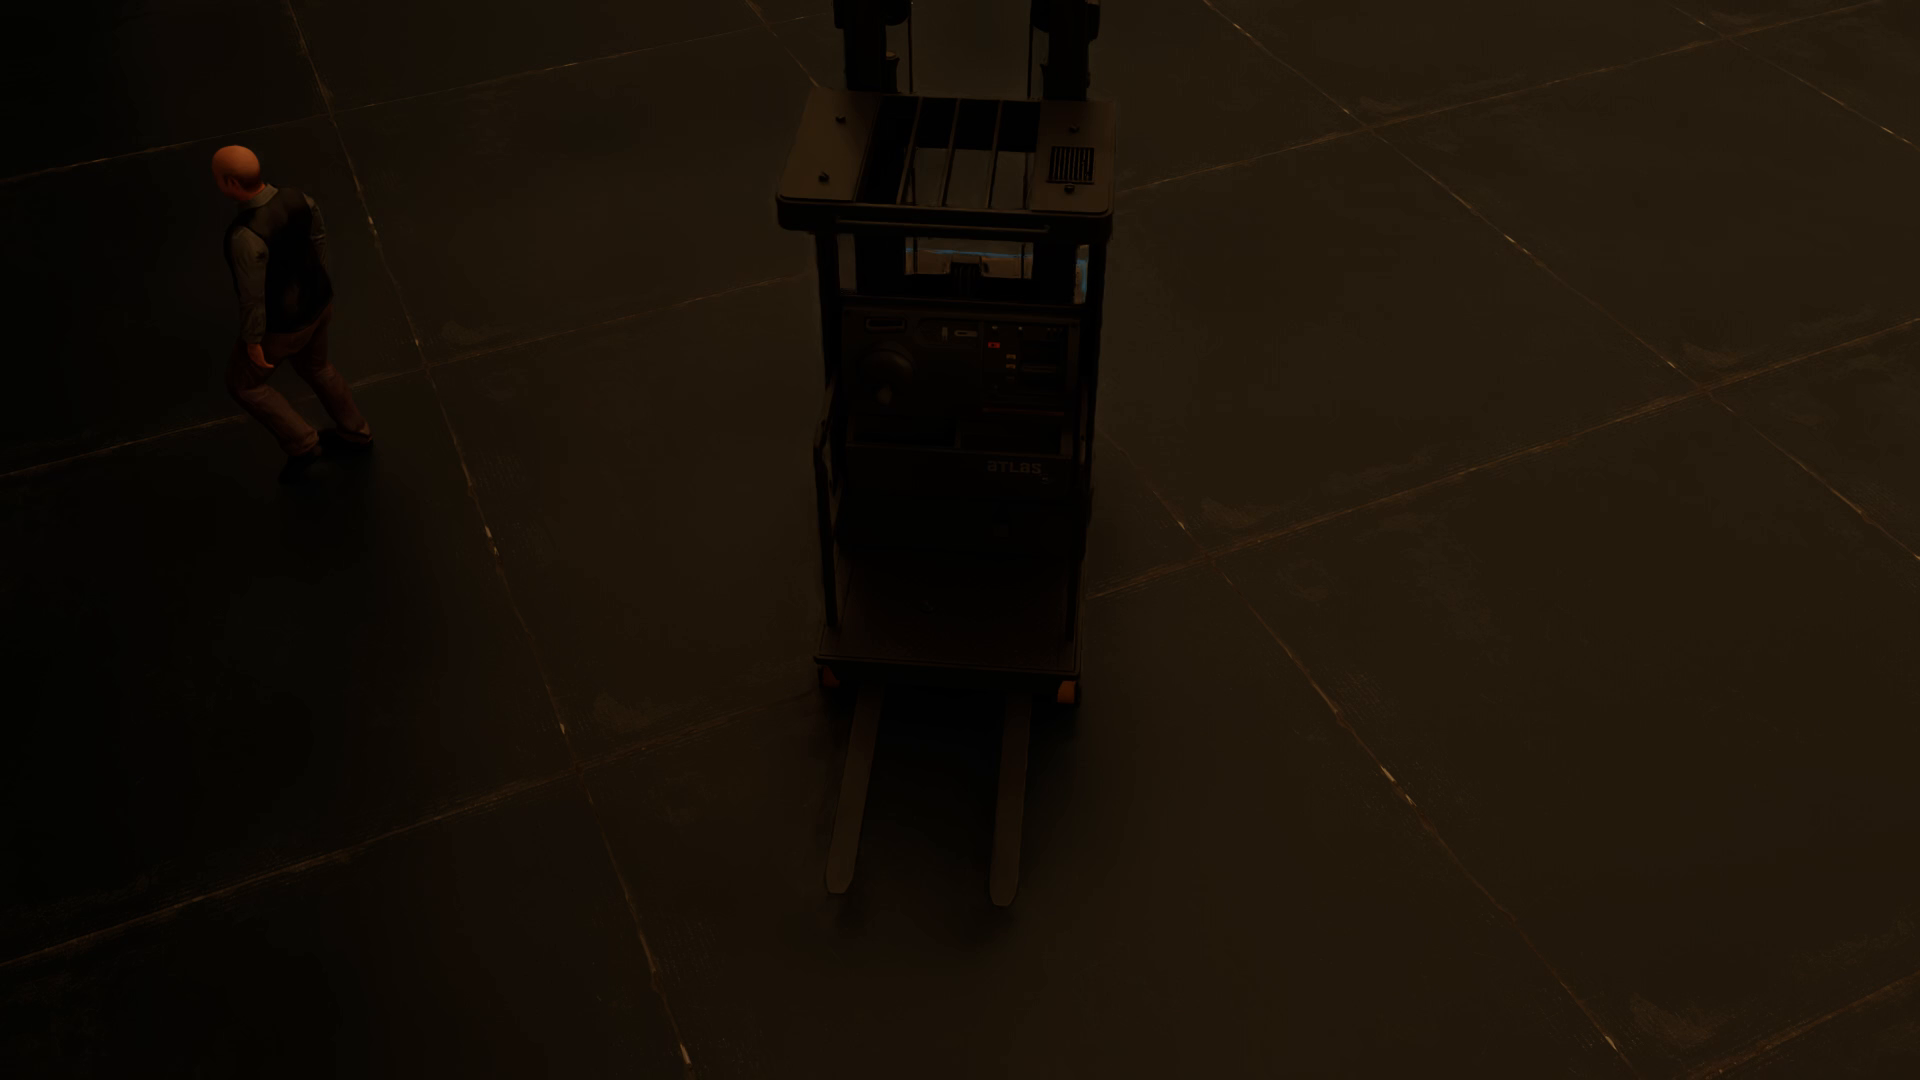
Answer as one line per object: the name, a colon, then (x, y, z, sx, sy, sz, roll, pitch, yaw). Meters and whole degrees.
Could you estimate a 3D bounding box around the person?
person: (-3.202, -1.069, 7.719, 0.442, 1.724, 0.586, 8, 44, 9)

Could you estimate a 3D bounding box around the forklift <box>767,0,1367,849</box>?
forklift: (0.421, -0.705, 6.435, 1.130, 2.935, 3.031, -28, 50, -26)
